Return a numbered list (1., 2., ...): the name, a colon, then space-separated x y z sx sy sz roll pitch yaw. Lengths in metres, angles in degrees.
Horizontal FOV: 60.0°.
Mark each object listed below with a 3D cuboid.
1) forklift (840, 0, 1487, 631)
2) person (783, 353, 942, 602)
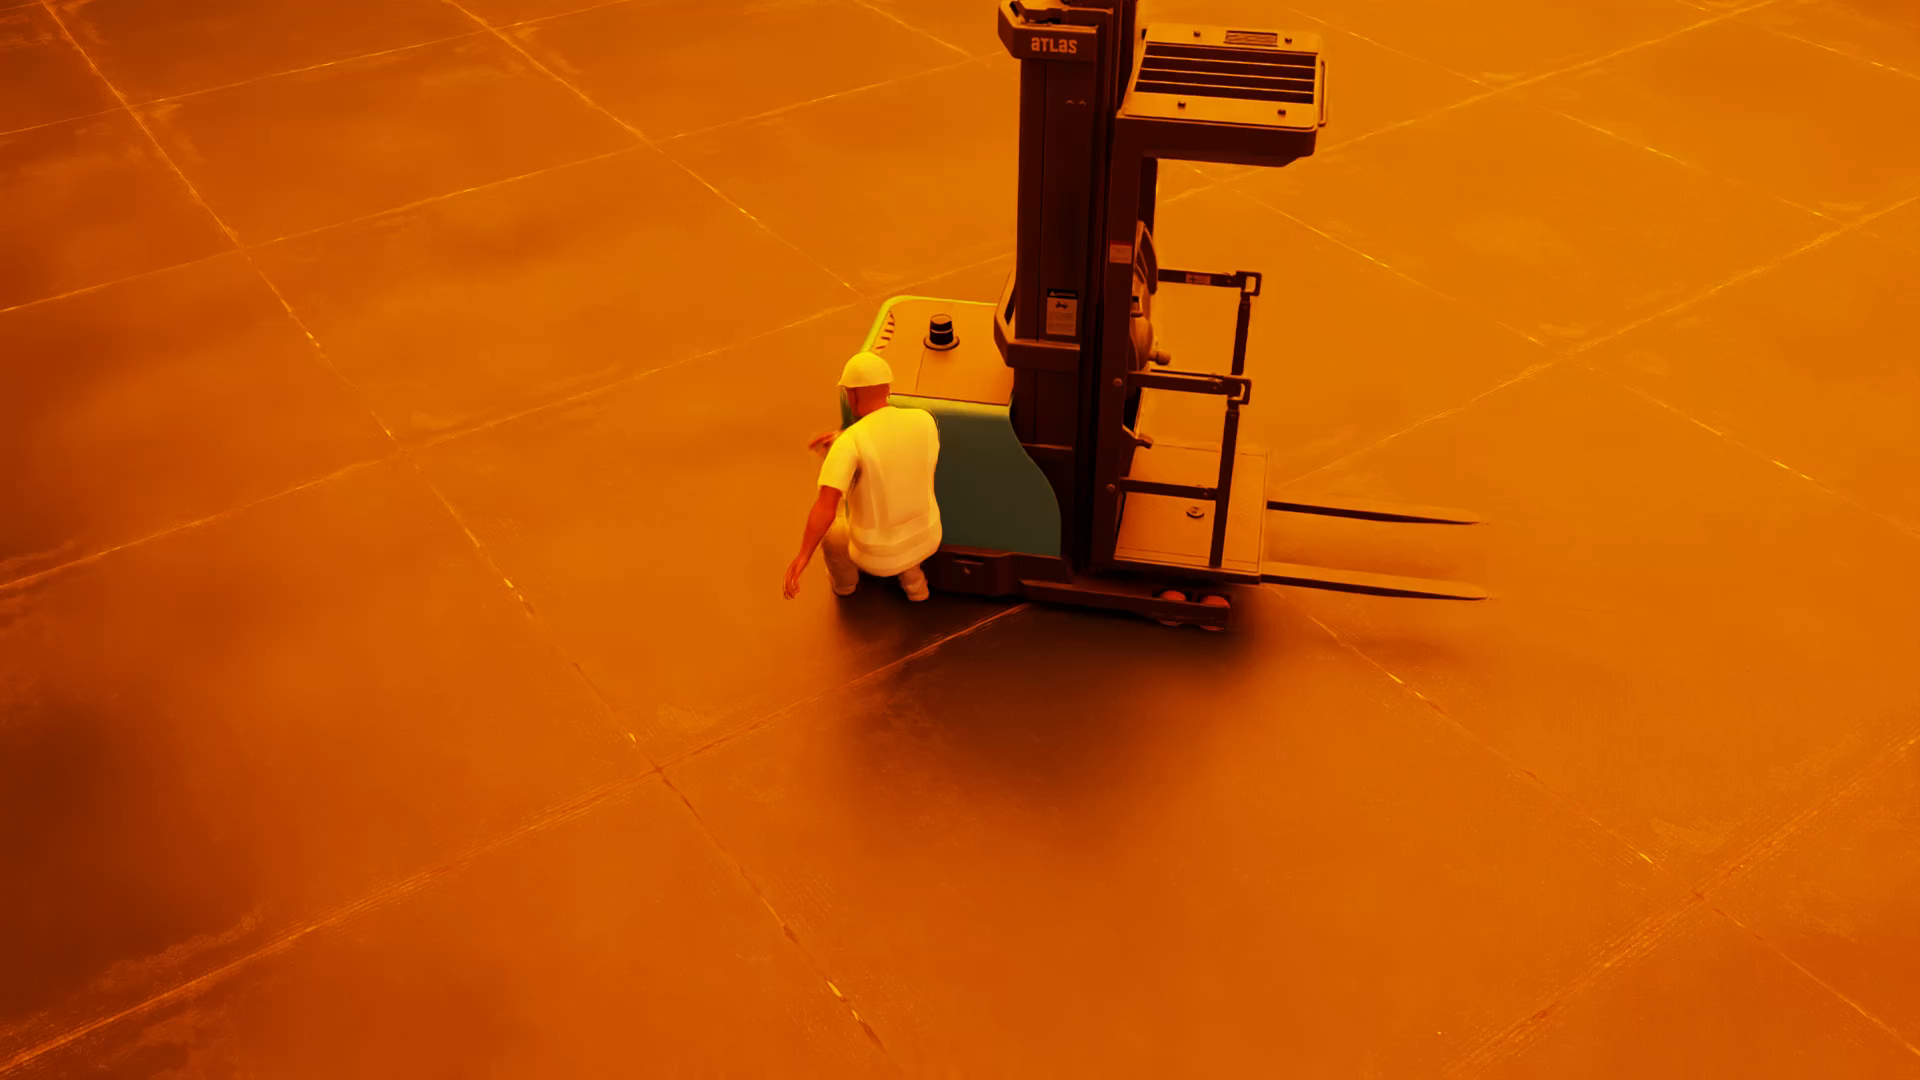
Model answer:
1. forklift: 1.008 -1.095 7.426 3.031 2.935 1.130 7 37 9
2. person: -0.548 -0.134 7.419 1.100 1.489 0.949 -24 43 -29
